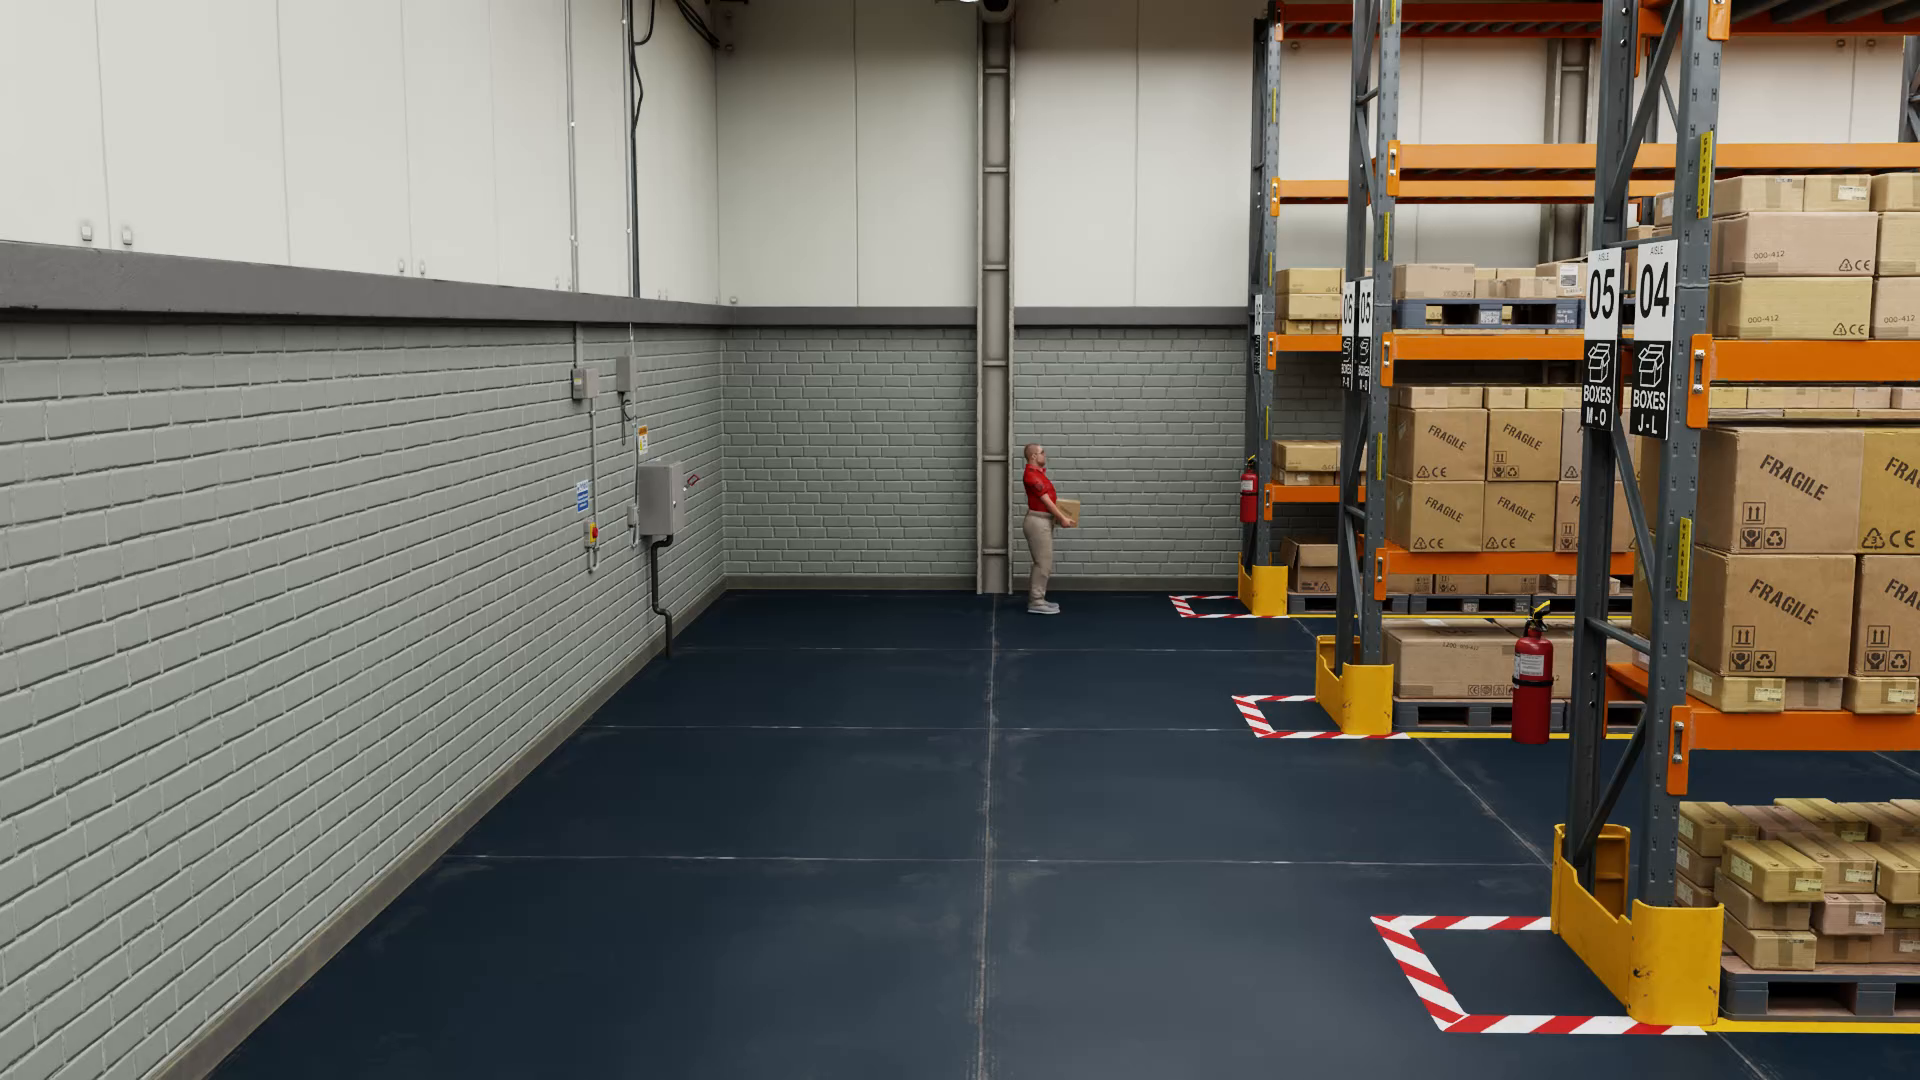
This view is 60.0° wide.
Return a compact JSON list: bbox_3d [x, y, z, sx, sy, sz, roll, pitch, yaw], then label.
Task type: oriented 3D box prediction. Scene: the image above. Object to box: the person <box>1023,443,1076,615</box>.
[{"bbox_3d":[0.902,-0.124,16.866,0.538,1.713,0.494,0,7,2],"label":"person"}]
